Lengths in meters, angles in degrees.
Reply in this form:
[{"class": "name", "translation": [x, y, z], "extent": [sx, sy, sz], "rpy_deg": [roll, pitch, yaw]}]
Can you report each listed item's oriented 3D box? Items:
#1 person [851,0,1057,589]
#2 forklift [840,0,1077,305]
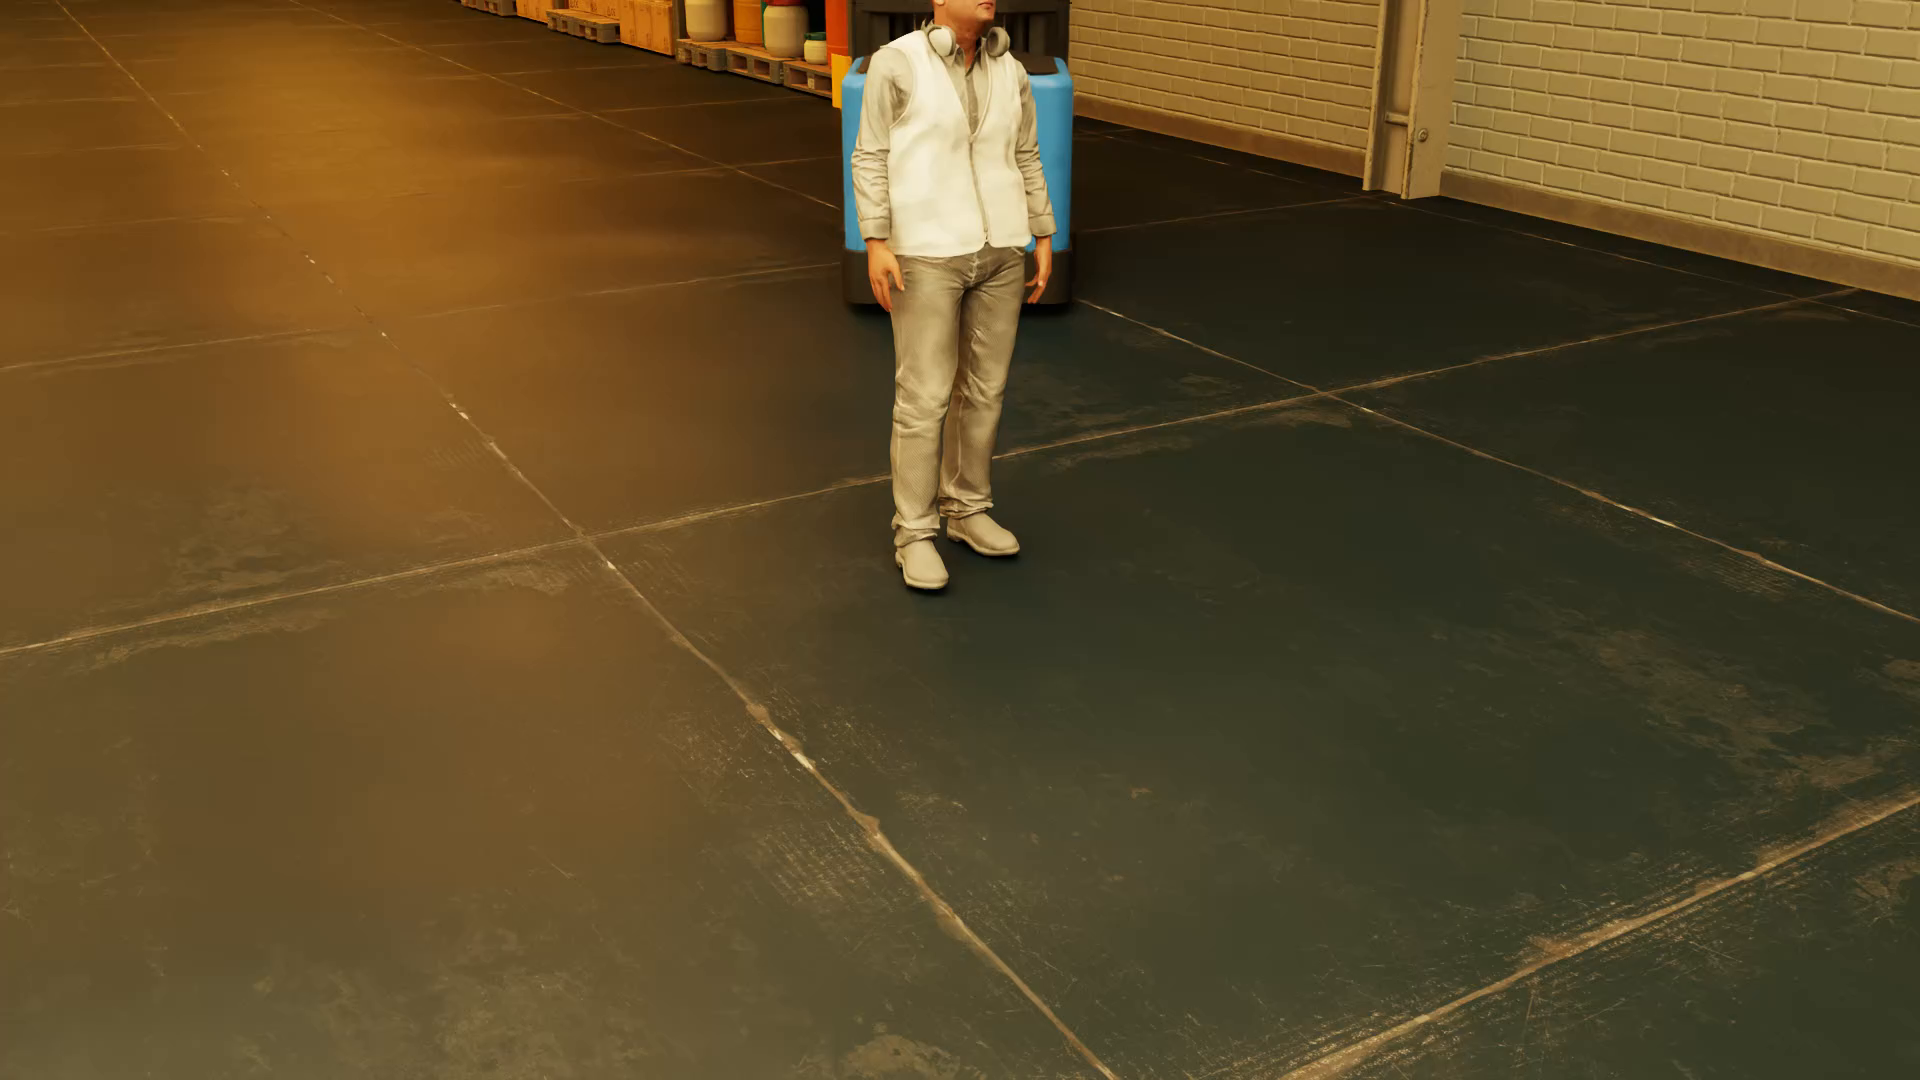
[{"class": "person", "translation": [0.026, -0.804, 4.740], "extent": [0.633, 1.775, 0.562], "rpy_deg": [-12, 25, -28]}, {"class": "forklift", "translation": [0.005, -2.935, 8.426], "extent": [1.130, 2.935, 3.031], "rpy_deg": [0, 22, 1]}]
